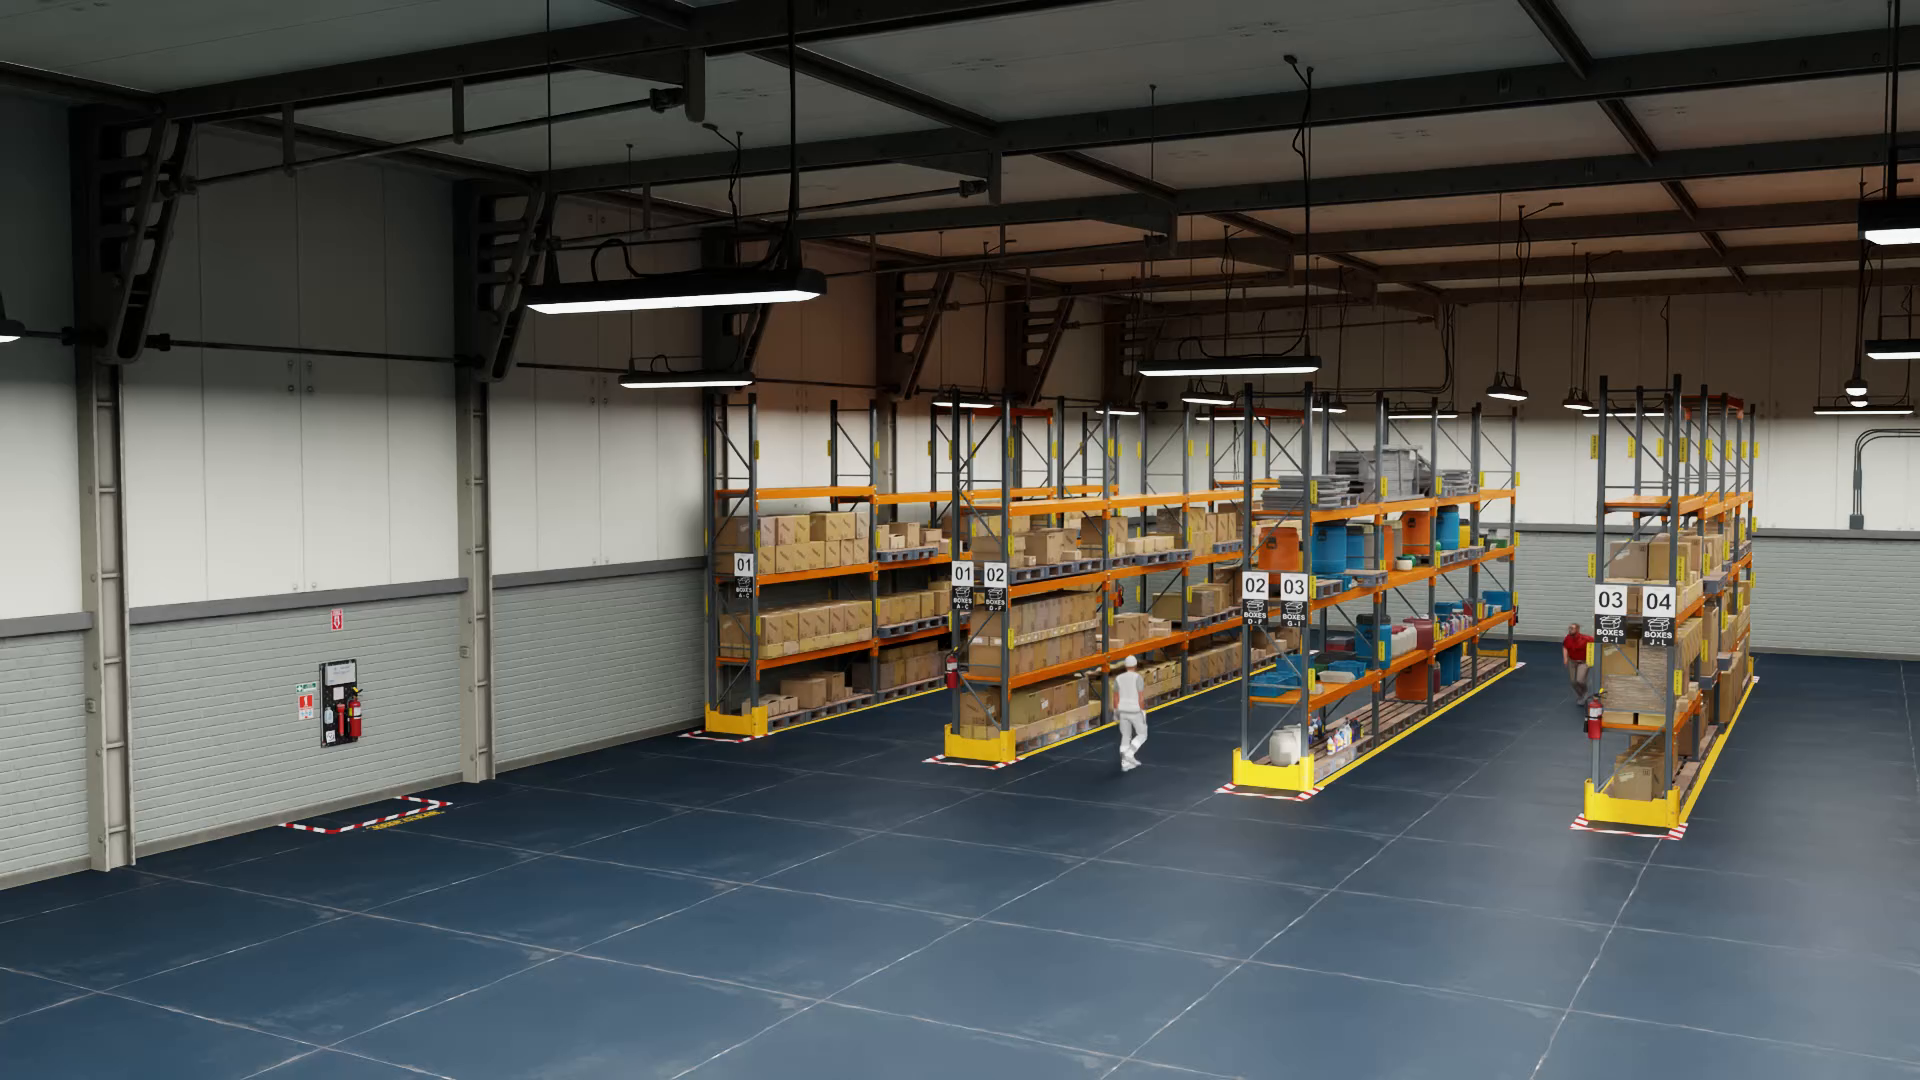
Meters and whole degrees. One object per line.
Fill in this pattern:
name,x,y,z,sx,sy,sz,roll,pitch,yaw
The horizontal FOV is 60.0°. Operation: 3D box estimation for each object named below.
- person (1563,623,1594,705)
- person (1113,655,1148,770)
person,12.174,2.427,32.571,0.716,1.632,0.704,3,4,40
person,2.641,2.702,25.998,0.585,1.781,0.496,3,4,40
